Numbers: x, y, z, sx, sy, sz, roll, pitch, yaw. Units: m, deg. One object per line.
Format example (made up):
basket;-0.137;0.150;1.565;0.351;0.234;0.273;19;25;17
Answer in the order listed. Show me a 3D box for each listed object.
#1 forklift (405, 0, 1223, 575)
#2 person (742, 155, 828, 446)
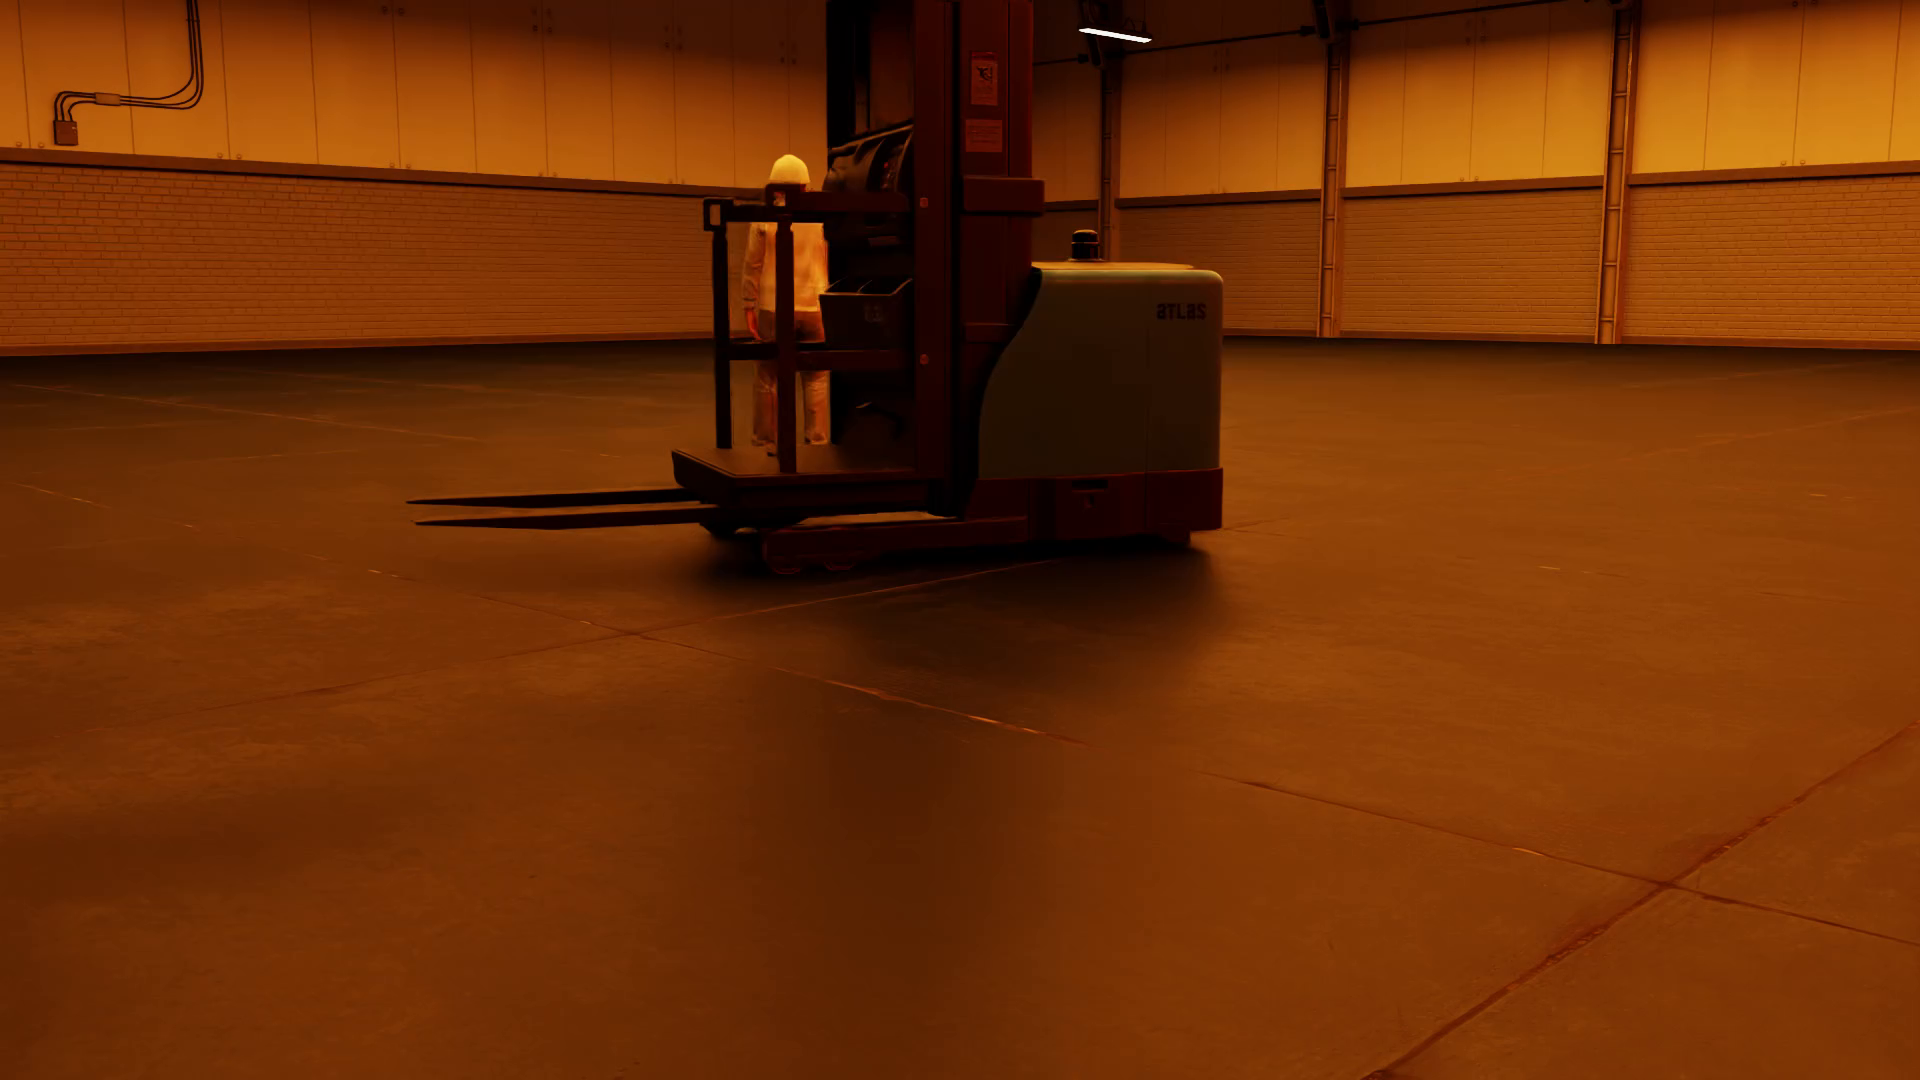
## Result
forklift;-0.539;-1.413;6.256;3.031;2.935;1.130;-3;9;-21
person;-0.978;-1.320;9.708;0.615;1.806;0.527;-2;9;-15
